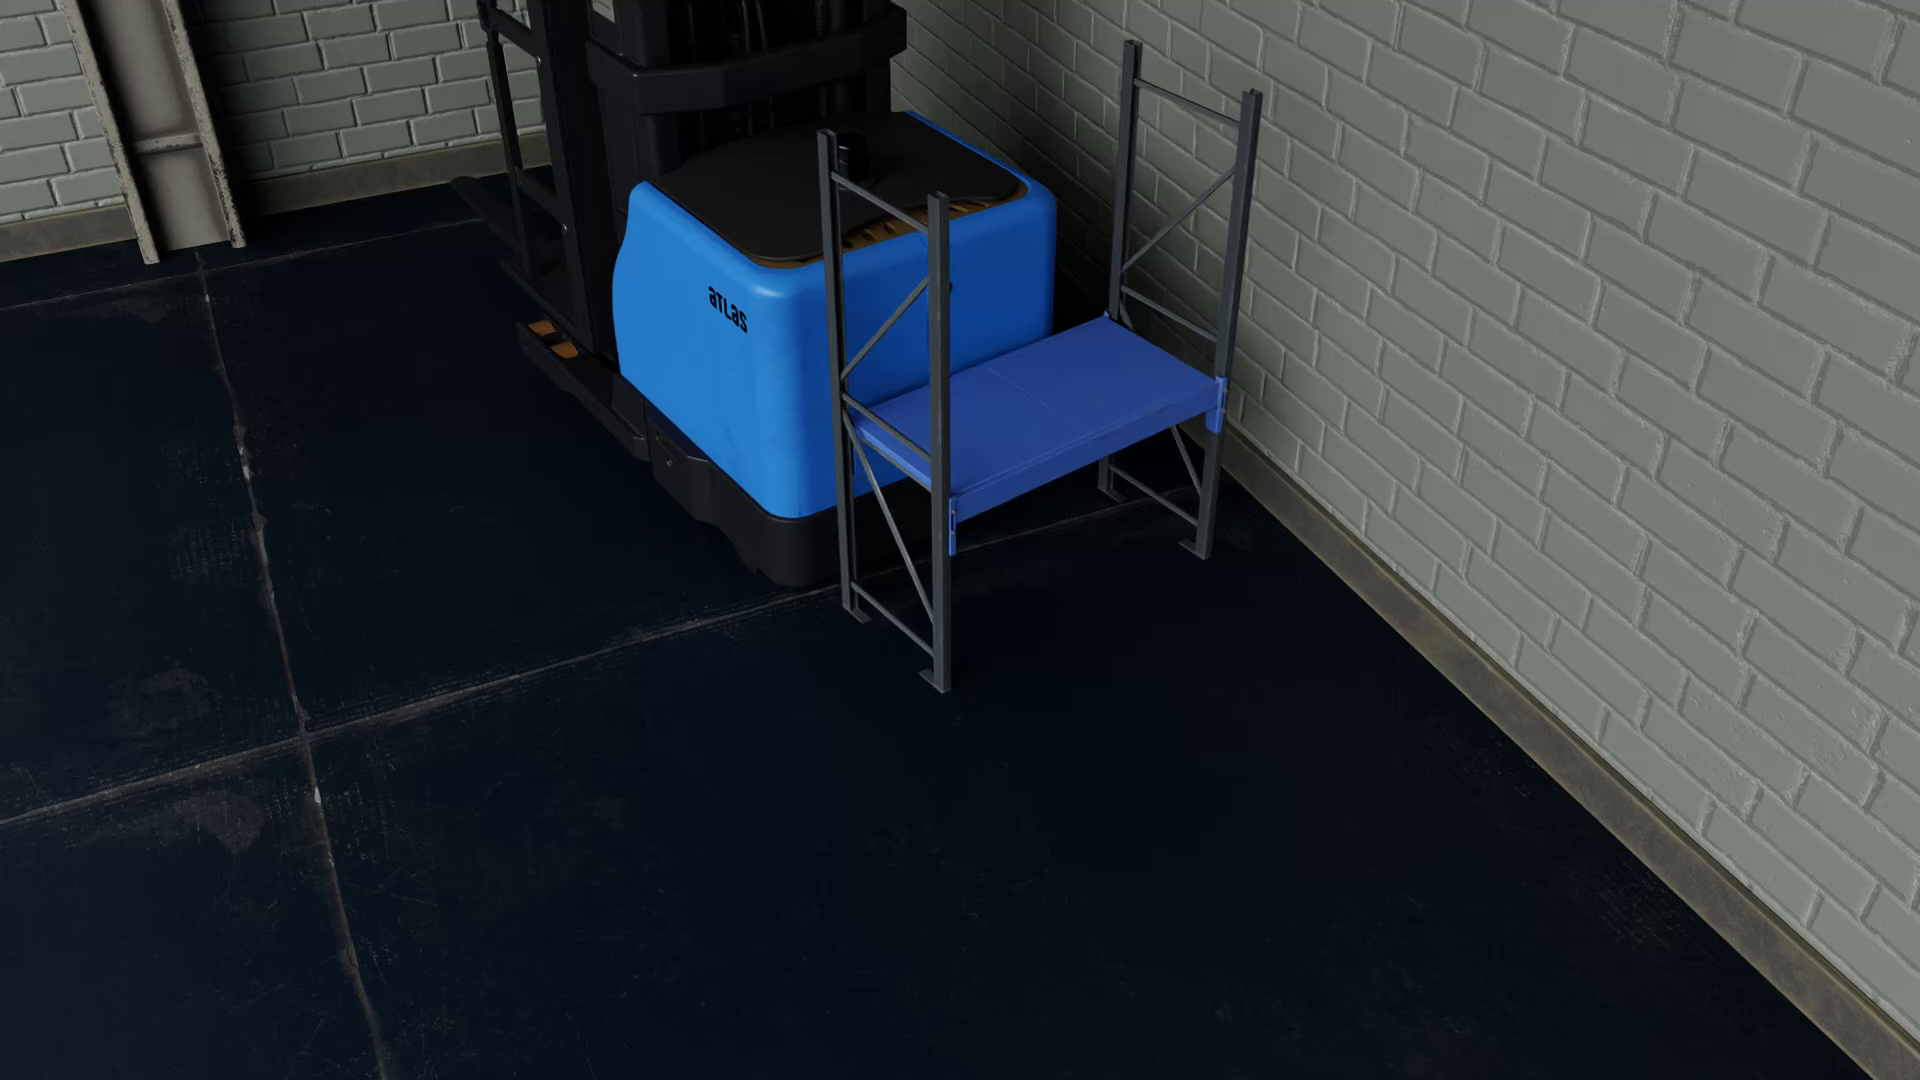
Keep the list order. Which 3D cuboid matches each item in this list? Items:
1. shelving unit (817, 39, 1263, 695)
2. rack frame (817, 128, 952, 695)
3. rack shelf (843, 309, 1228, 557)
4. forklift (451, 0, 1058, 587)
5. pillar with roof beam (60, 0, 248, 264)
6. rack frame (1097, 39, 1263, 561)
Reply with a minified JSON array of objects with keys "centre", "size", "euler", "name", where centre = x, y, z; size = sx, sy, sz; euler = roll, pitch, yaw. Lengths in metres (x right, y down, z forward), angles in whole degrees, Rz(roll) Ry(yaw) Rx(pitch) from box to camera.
[{"centre":[0.214,-0.476,4.633],"size":[1.048,1.500,0.538],"euler":[-25,43,-29],"name":"shelving unit"},{"centre":[-0.188,-0.291,4.384],"size":[0.032,1.500,0.500],"euler":[-25,43,-29],"name":"rack frame"},{"centre":[0.214,-0.332,4.740],"size":[1.000,0.185,0.538],"euler":[-25,43,-29],"name":"rack shelf"},{"centre":[-0.961,-1.872,5.313],"size":[1.130,2.935,3.031],"euler":[-23,42,-28],"name":"forklift"},{"centre":[-1.367,-2.545,1.128],"size":[0.400,9.000,9.100],"euler":[-16,39,-20],"name":"pillar with roof beam"},{"centre":[0.617,-0.661,4.882],"size":[0.032,1.500,0.500],"euler":[-25,43,-29],"name":"rack frame"}]
